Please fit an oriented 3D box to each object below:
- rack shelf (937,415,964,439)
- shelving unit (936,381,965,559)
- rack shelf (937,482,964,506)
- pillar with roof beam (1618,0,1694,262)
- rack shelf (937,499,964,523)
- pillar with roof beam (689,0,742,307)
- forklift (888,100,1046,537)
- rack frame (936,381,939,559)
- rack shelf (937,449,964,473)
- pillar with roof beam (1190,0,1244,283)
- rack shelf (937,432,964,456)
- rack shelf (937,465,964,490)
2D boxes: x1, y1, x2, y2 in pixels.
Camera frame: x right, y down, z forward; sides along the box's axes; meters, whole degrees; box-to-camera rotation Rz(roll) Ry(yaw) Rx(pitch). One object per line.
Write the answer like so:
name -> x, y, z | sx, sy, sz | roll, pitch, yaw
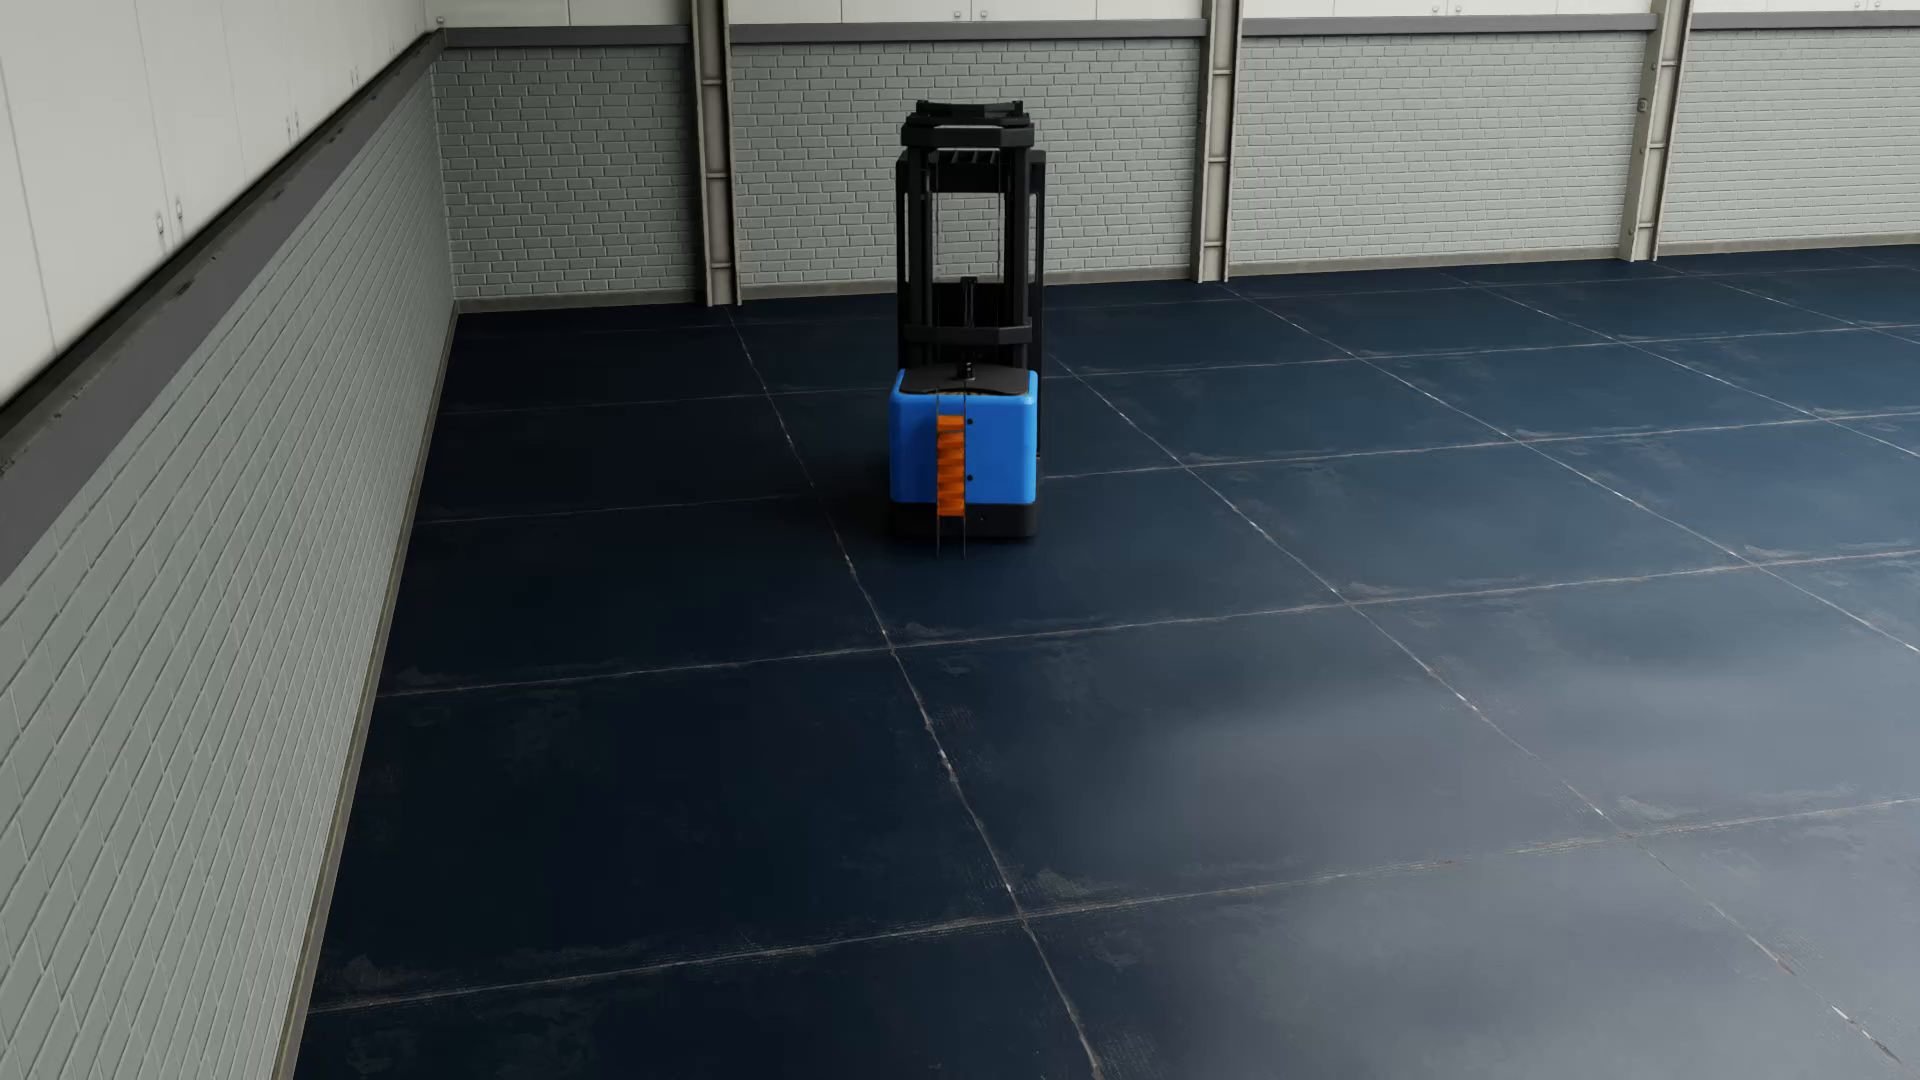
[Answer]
rack shelf -> -0.061, -0.771, 11.256 | 0.180, 0.103, 0.258 | 1, 20, 1
shelving unit -> -0.061, -0.474, 11.365 | 0.189, 1.200, 0.258 | 1, 20, 1
rack shelf -> -0.061, -0.320, 11.422 | 0.180, 0.103, 0.258 | 1, 20, 1
pillar with roof beam -> 9.914, -6.491, 16.452 | 0.400, 9.000, 9.100 | -5, 21, -12
rack shelf -> -0.061, -0.207, 11.463 | 0.180, 0.103, 0.258 | 1, 20, 1
pillar with roof beam -> -1.764, -5.541, 13.859 | 0.400, 9.000, 9.100 | -5, 21, -12
forklift -> 0.089, -1.856, 12.620 | 1.130, 2.935, 3.031 | 1, 20, 3
rack frame -> -0.152, -0.475, 11.367 | 0.006, 1.200, 0.240 | 1, 20, 1
rack shelf -> -0.061, -0.545, 11.339 | 0.180, 0.103, 0.258 | 1, 20, 1
pillar with roof beam -> 4.075, -6.016, 15.155 | 0.400, 9.000, 9.100 | -5, 21, -12
rack shelf -> -0.061, -0.658, 11.298 | 0.180, 0.103, 0.258 | 1, 20, 1
rack shelf -> -0.061, -0.433, 11.380 | 0.180, 0.103, 0.258 | 1, 20, 1
